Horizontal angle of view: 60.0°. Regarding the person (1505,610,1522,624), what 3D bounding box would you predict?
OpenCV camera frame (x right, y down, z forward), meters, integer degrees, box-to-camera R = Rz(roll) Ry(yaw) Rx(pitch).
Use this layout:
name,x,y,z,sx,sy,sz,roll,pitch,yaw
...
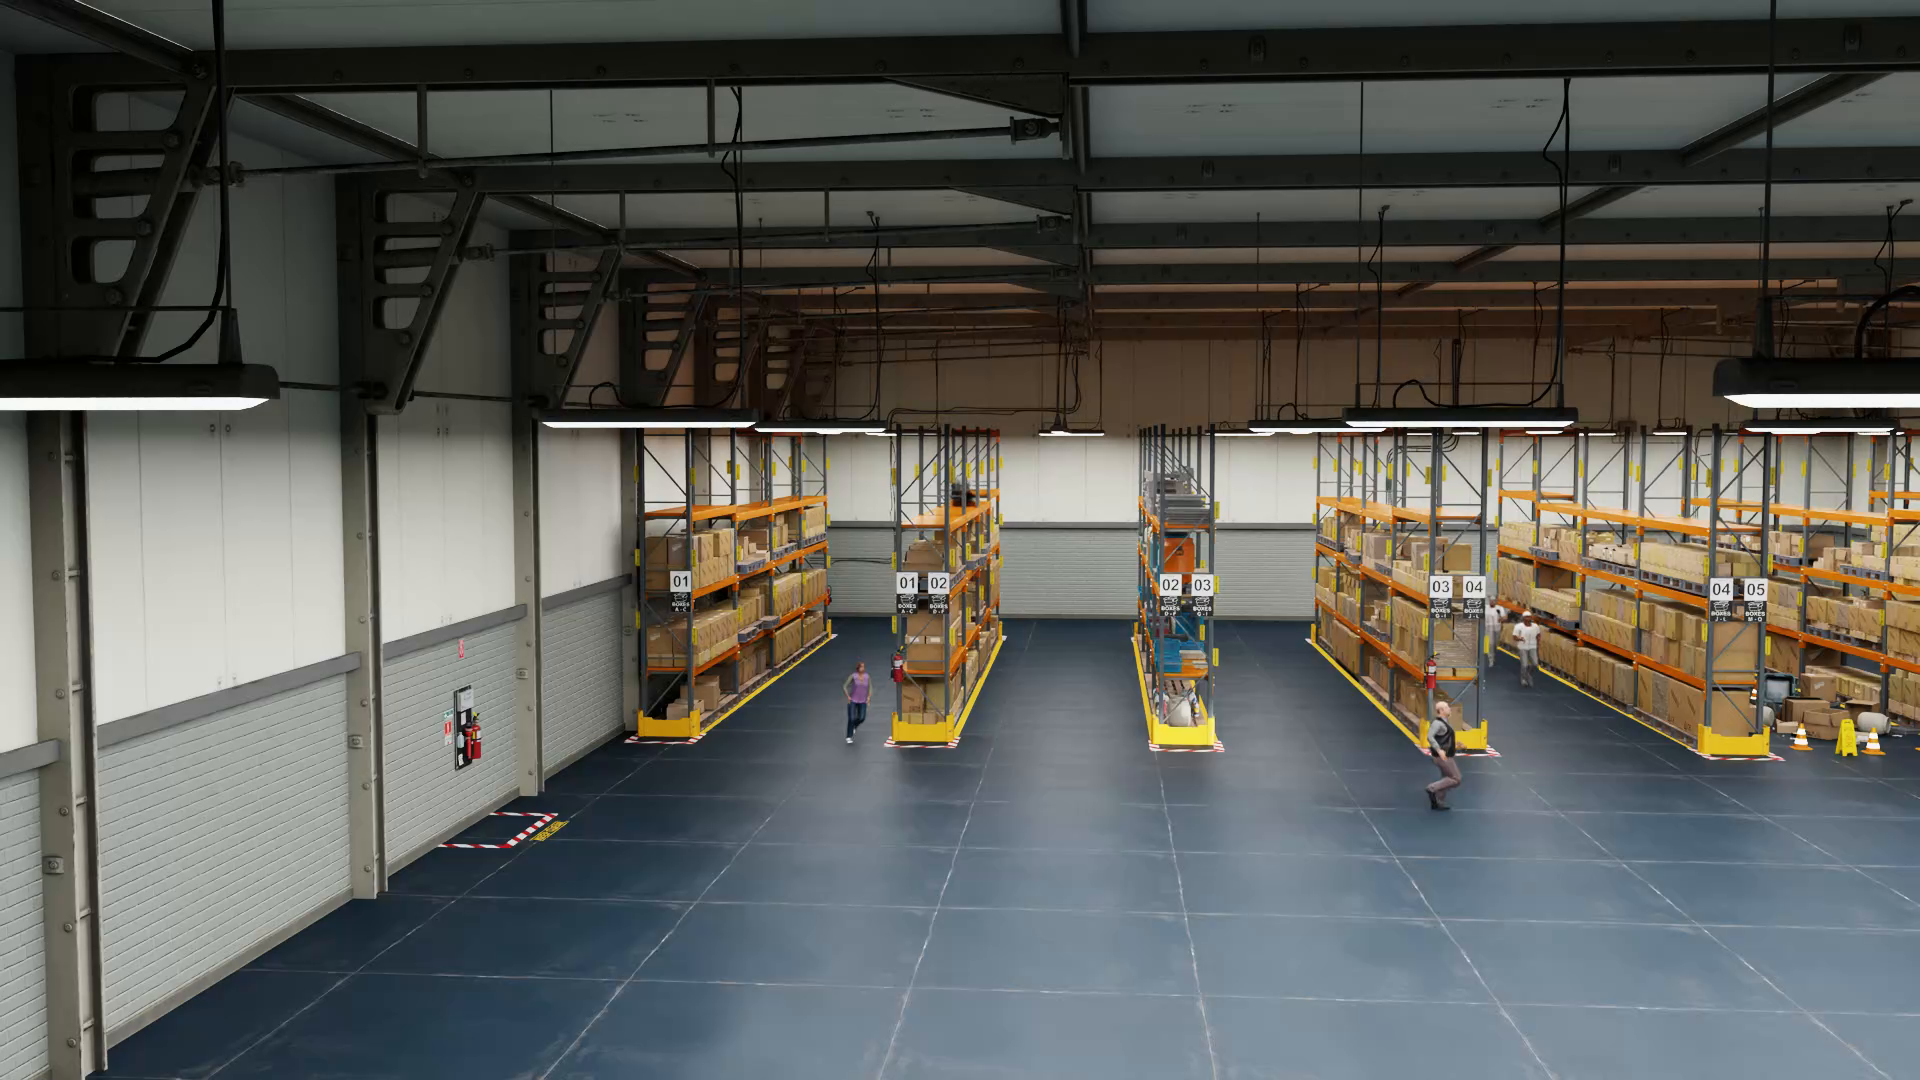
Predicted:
name,x,y,z,sx,sy,sz,roll,pitch,yaw
person,15.795,2.013,47.505,0.875,1.622,0.633,3,5,41

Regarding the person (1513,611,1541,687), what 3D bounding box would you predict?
name,x,y,z,sx,sy,sz,roll,pitch,yaw
person,13.106,2.516,38.332,0.680,1.750,0.626,0,3,3

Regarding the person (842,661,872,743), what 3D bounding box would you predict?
name,x,y,z,sx,sy,sz,roll,pitch,yaw
person,-1.919,3.059,31.317,0.597,1.520,0.485,-1,4,-16

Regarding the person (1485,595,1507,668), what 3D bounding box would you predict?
name,x,y,z,sx,sy,sz,roll,pitch,yaw
person,13.490,2.279,42.054,0.642,1.813,0.915,1,4,8

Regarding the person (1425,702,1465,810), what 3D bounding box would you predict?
name,x,y,z,sx,sy,sz,roll,pitch,yaw
person,7.473,3.325,25.578,0.569,1.679,0.652,2,4,24
